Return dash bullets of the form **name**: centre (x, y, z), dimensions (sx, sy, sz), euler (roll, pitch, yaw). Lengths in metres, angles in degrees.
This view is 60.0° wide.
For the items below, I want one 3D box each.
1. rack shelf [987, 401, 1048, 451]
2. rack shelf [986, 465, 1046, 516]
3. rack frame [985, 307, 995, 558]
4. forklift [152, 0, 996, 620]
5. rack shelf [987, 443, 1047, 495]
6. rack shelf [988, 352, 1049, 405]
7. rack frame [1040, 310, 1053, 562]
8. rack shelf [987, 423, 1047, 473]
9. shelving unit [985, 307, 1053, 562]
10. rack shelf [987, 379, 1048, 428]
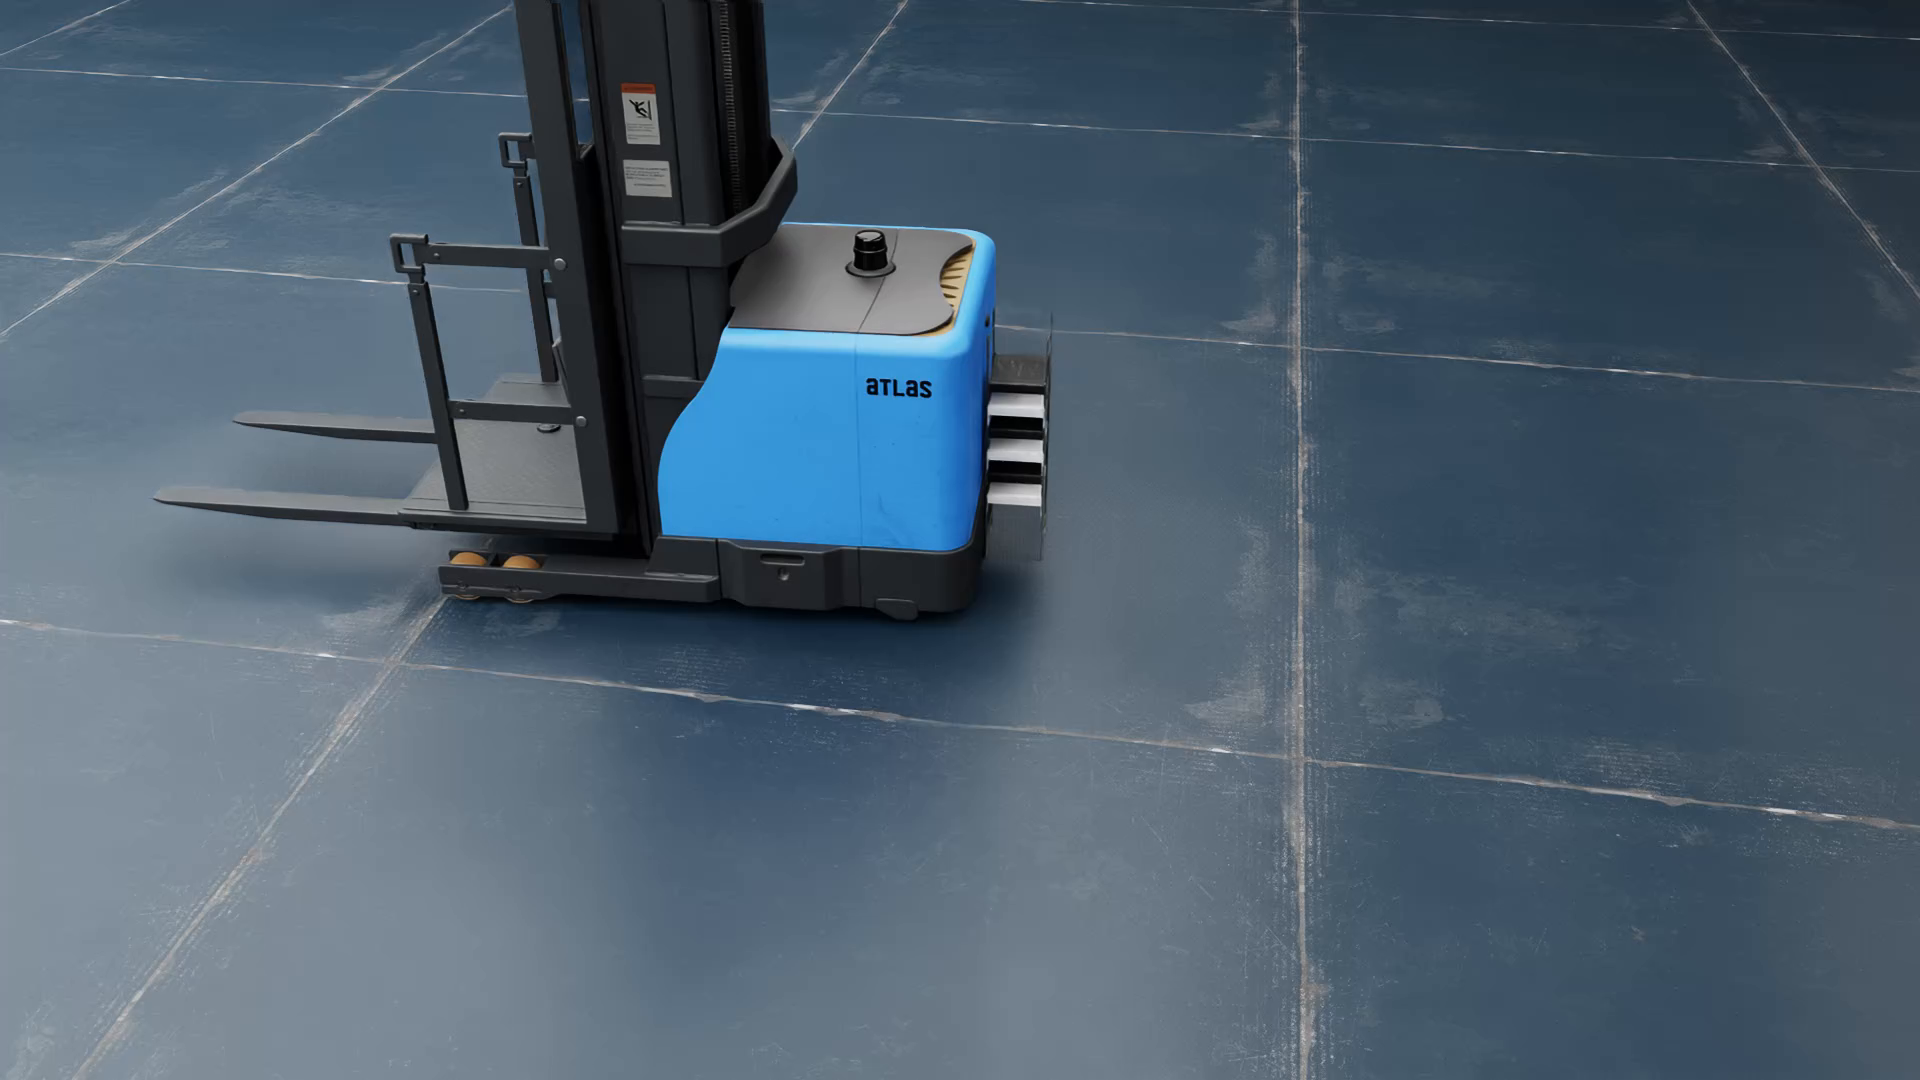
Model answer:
- **rack shelf**: centre (0.209, -0.419, 5.964), dimensions (0.200, 0.077, 0.258), euler (3, 32, 5)
- **rack shelf**: centre (0.209, -0.190, 6.108), dimensions (0.200, 0.077, 0.258), euler (3, 32, 5)
- **rack frame**: centre (0.108, -0.377, 6.004), dimensions (0.006, 0.900, 0.240), euler (3, 32, 5)
- **forklift**: centre (-1.411, -1.292, 5.552), dimensions (3.031, 2.935, 1.130), euler (3, 32, 5)
- **rack shelf**: centre (0.209, -0.266, 6.060), dimensions (0.200, 0.077, 0.258), euler (3, 32, 5)
- **rack shelf**: centre (0.209, -0.572, 5.869), dimensions (0.200, 0.077, 0.258), euler (3, 32, 5)
- **rack frame**: centre (0.310, -0.365, 5.985), dimensions (0.006, 0.900, 0.240), euler (3, 32, 5)
- **rack shelf**: centre (0.209, -0.343, 6.012), dimensions (0.200, 0.077, 0.258), euler (3, 32, 5)
- **shelving unit**: centre (0.209, -0.371, 5.994), dimensions (0.210, 0.900, 0.258), euler (3, 32, 5)
- **rack shelf**: centre (0.209, -0.495, 5.917), dimensions (0.200, 0.077, 0.258), euler (3, 32, 5)
